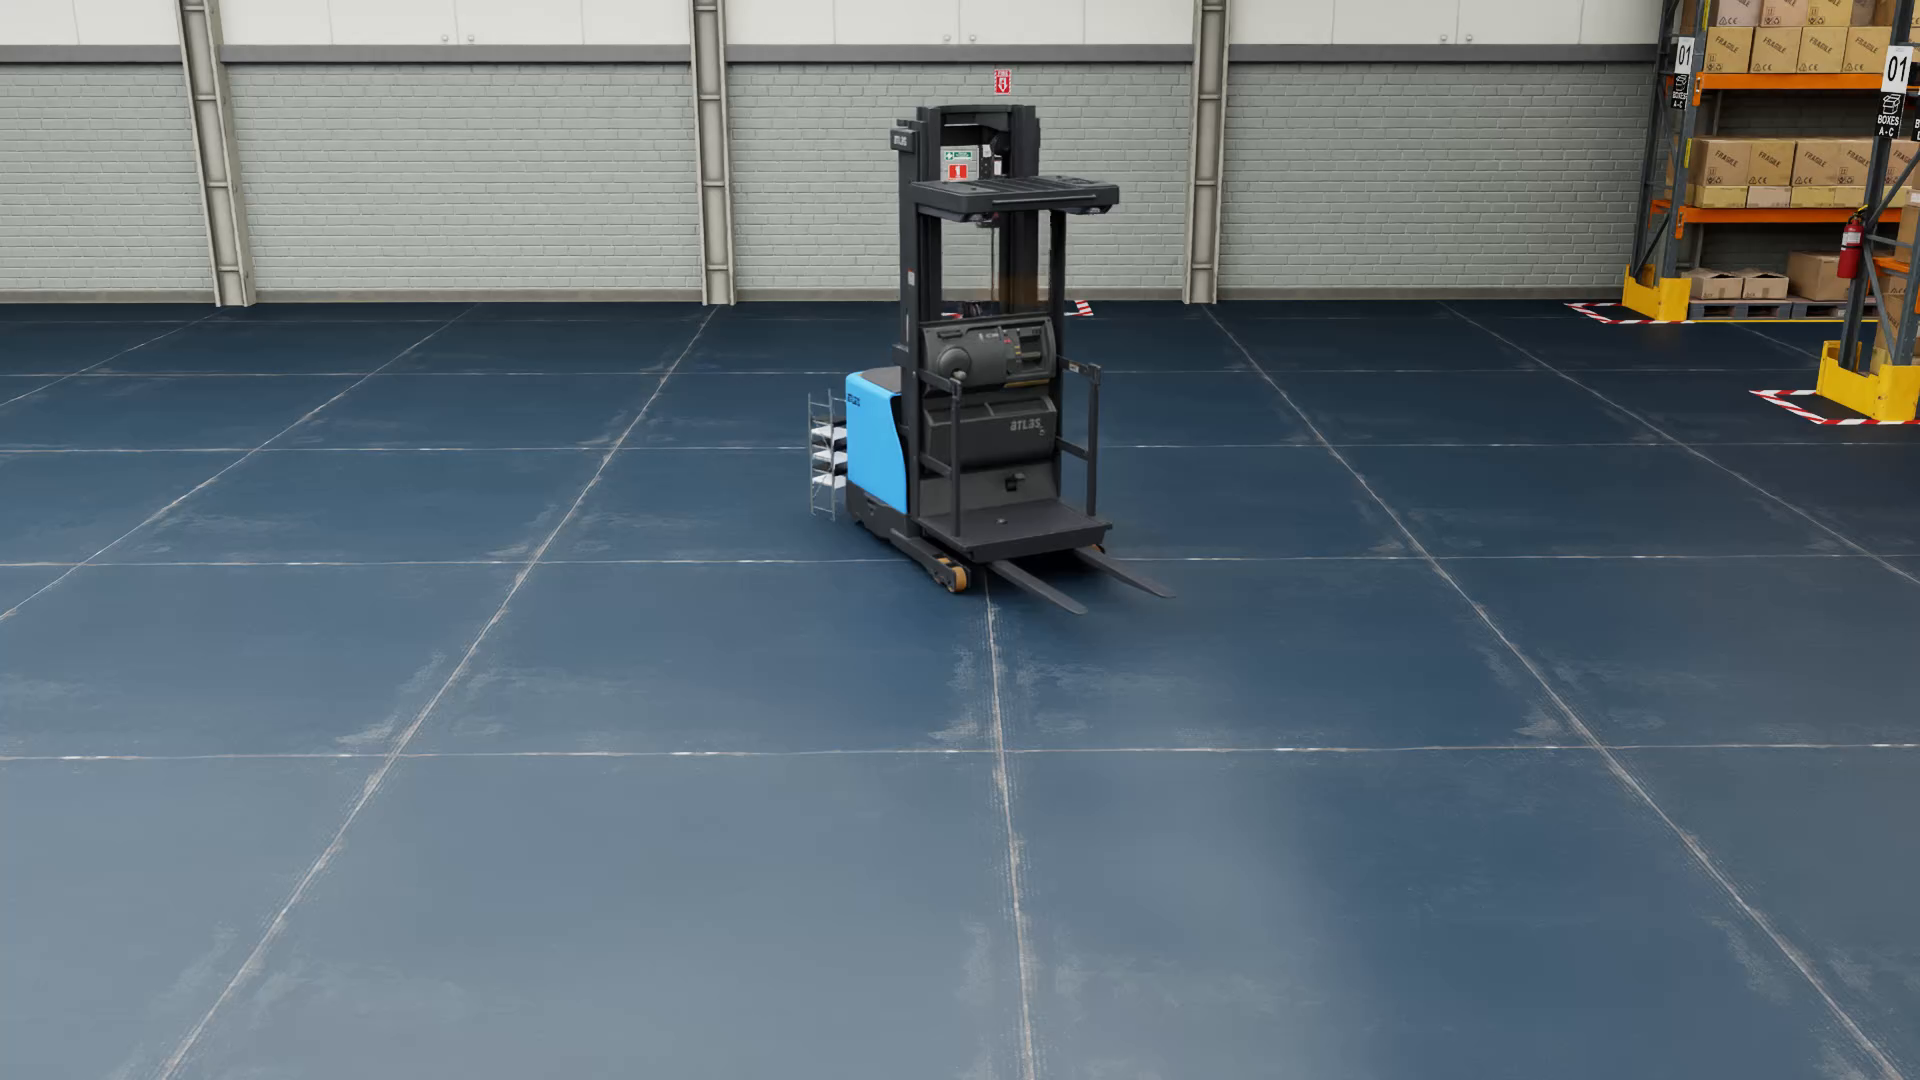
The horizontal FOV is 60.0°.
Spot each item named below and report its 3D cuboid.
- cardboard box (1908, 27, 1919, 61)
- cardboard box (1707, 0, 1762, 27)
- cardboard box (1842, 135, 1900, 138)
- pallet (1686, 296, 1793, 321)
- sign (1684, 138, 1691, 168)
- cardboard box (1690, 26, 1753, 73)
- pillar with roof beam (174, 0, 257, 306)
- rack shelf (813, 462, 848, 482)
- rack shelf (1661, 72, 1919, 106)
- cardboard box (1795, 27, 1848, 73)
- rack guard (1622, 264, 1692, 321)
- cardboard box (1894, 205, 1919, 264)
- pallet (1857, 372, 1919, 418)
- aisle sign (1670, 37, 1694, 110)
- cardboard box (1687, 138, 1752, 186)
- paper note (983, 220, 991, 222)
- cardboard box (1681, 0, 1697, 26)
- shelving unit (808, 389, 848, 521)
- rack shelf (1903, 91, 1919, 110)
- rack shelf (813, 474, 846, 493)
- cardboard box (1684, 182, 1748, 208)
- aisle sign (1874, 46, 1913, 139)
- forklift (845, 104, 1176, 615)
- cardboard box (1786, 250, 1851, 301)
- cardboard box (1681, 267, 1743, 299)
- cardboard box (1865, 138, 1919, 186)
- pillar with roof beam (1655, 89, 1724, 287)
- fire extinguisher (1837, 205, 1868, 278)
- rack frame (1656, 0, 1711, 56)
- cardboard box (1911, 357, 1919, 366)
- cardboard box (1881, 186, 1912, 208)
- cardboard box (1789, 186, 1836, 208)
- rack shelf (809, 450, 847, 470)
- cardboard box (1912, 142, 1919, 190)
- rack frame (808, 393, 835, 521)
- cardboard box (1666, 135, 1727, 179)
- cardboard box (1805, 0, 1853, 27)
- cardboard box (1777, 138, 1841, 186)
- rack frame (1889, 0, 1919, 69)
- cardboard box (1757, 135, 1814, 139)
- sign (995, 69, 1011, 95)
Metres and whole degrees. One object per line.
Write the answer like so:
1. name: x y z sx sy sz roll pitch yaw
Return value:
1. cardboard box: 10.753 -5.595 18.970 0.500 0.500 0.500 -1 18 -3
2. cardboard box: 8.703 -6.070 18.815 0.500 0.500 0.500 -2 18 -5
3. cardboard box: 10.824 -4.555 19.820 0.500 0.500 0.500 0 18 1
4. pallet: 9.202 -2.846 20.075 1.213 0.211 1.003 0 18 -1
5. sign: 8.322 -4.427 19.020 0.005 0.325 0.100 0 18 -1
6. cardboard box: 8.652 -5.591 18.960 0.500 0.500 0.500 0 18 1
7. pillar with roof beam: -8.930 -5.903 15.218 0.400 9.000 9.100 0 18 -1
8. rack shelf: -0.925 -0.499 12.033 0.258 0.077 0.200 15 23 39
9. rack shelf: 10.313 -5.276 19.351 4.000 0.370 1.077 0 18 -1
10. cardboard box: 9.708 -5.587 18.945 0.500 0.500 0.500 1 18 2
11. rack guard: 8.389 -2.991 20.052 0.348 0.500 1.175 0 18 -1
12. cardboard box: 8.862 -2.714 14.933 0.500 0.500 0.700 0 18 -1
13. pallet: 9.159 -1.356 15.430 1.213 0.211 1.003 0 18 -1
14. aisle sign: 8.246 -5.327 18.986 0.004 0.787 0.394 0 18 -1
15. cardboard box: 8.796 -4.386 19.296 0.500 0.500 0.500 0 18 -1
16. paper note: 0.351 -4.020 20.610 0.142 0.148 0.016 0 18 -1
17. cardboard box: 8.740 -6.224 19.295 0.500 0.500 0.500 1 18 2
18. shelving unit: -0.926 -0.616 11.996 0.258 0.900 0.210 15 23 39
19. rack shelf: 10.395 -3.763 14.635 4.000 0.370 1.077 0 18 -1
20. rack shelf: -0.925 -0.413 12.061 0.258 0.077 0.200 15 23 39
21. cardboard box: 8.806 -4.024 19.394 0.500 0.250 0.500 -1 18 -2
22. aisle sign: 8.325 -3.995 14.835 0.004 0.787 0.394 0 18 -1
23. forklift: 0.294 -1.218 10.545 1.130 2.935 3.031 -9 20 -25
24. cardboard box: 10.311 -3.167 19.881 0.500 0.500 0.700 -1 18 -4
25. cardboard box: 9.007 -3.086 19.938 0.500 0.311 0.500 -2 18 -7
26. cardboard box: 10.842 -4.395 19.323 0.500 0.500 0.500 -1 18 -2
27. pillar with roof beam: 9.068 -5.990 15.488 0.400 9.000 9.100 0 18 -1
28. fire extinguisher: 8.270 -2.772 15.405 0.183 0.674 0.296 0 18 -1
29. rack frame: 8.313 -7.037 18.753 0.127 3.000 1.000 0 18 -1
30. cardboard box: 8.935 -1.493 15.105 0.500 0.250 0.500 0 18 -1
31. cardboard box: 10.843 -4.036 19.432 0.500 0.250 0.500 0 18 -1
32. cardboard box: 9.835 -4.032 19.418 0.500 0.250 0.500 -1 18 -2
33. rack shelf: -0.926 -0.585 12.006 0.258 0.077 0.200 15 23 39
34. cardboard box: 8.915 -3.332 14.735 0.500 0.500 0.700 0 18 -1
35. rack frame: -0.992 -0.593 11.922 0.240 0.900 0.006 15 23 39
36. cardboard box: 8.781 -4.543 19.784 0.500 0.500 0.500 0 18 -1
37. cardboard box: 9.717 -6.063 18.792 0.500 0.500 0.500 0 18 1
38. cardboard box: 9.807 -4.386 19.295 0.500 0.500 0.500 -1 18 -3
39. rack frame: 8.395 -5.524 14.037 0.127 3.000 1.000 0 18 -1
40. cardboard box: 9.802 -4.546 19.794 0.500 0.500 0.500 -1 18 -2
41. sign: 0.519 -5.553 20.153 0.199 0.298 0.001 0 18 -1
